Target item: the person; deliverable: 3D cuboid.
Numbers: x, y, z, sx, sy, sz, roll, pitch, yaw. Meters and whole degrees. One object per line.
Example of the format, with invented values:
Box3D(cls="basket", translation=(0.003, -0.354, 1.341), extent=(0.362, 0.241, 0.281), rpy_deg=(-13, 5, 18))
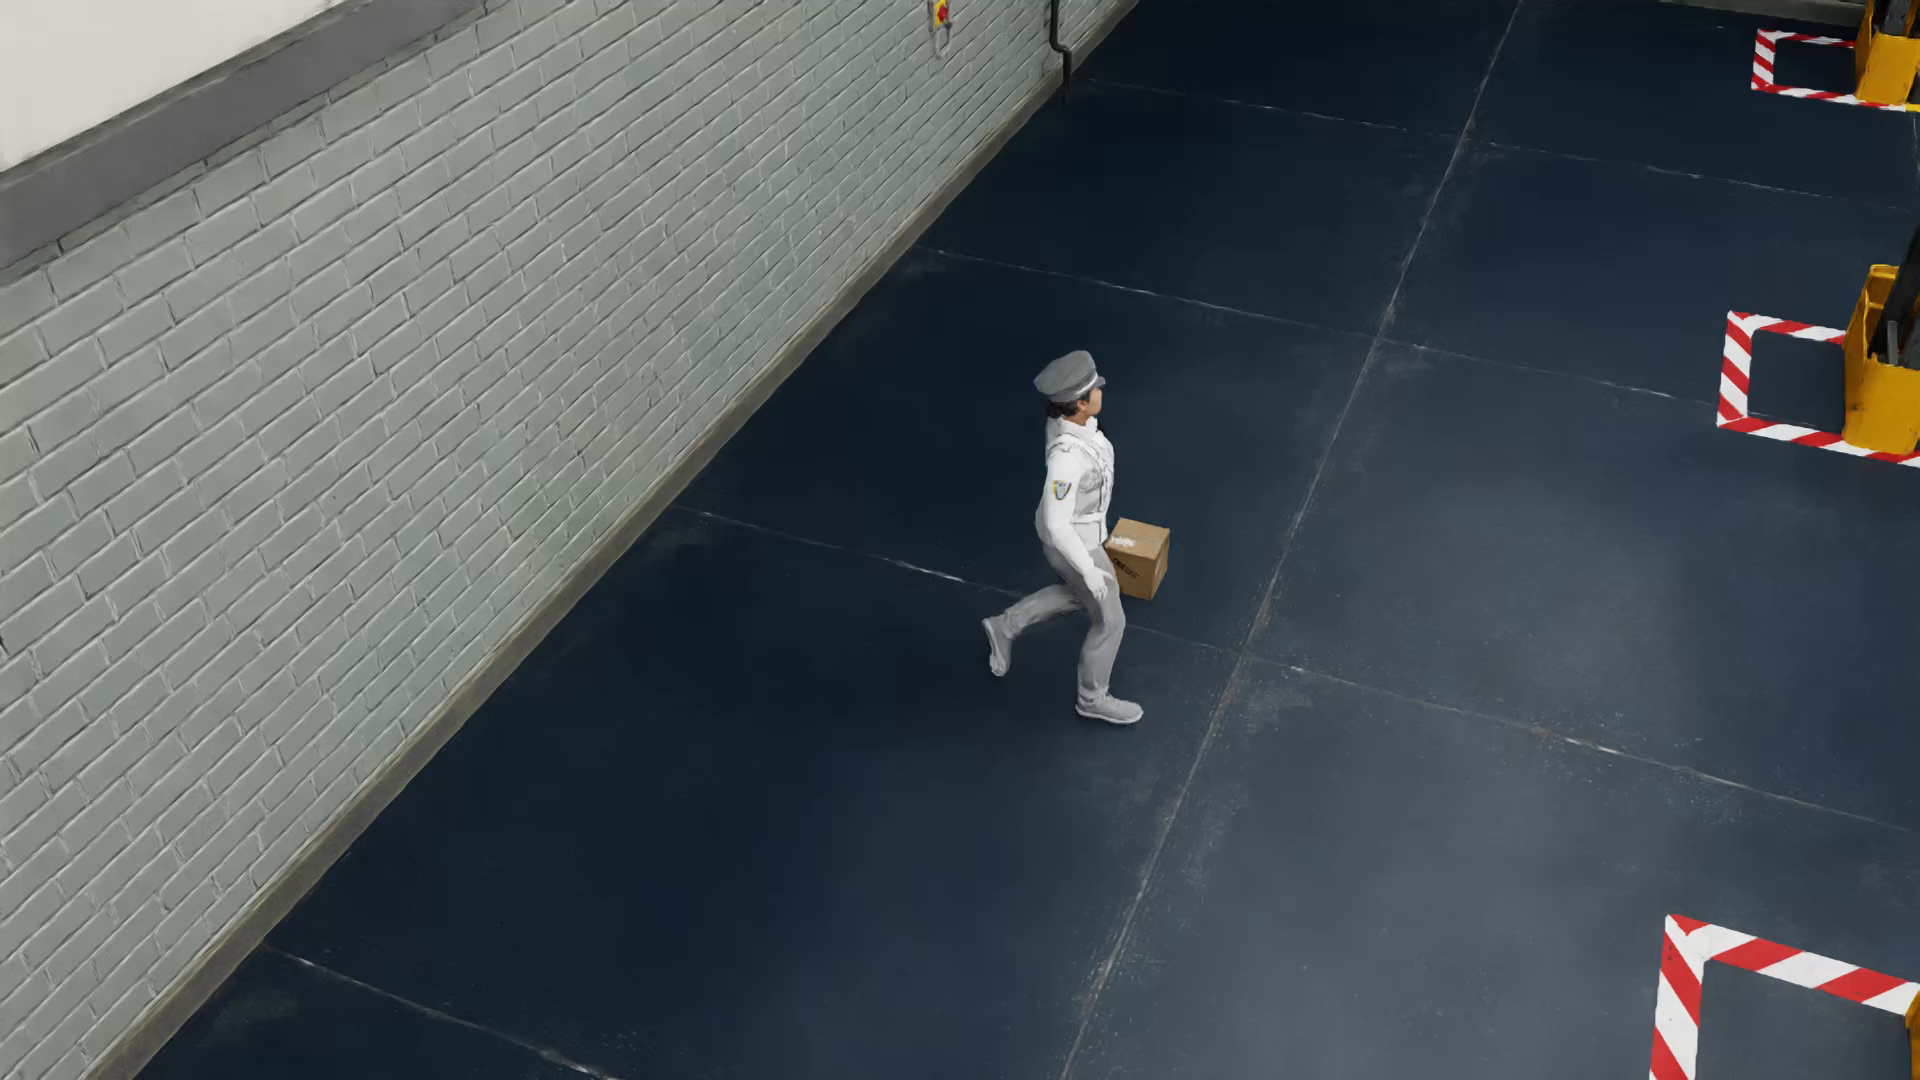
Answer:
Box3D(cls="person", translation=(0.436, -0.013, 6.849), extent=(0.678, 1.640, 0.624), rpy_deg=(-2, 38, -3))
